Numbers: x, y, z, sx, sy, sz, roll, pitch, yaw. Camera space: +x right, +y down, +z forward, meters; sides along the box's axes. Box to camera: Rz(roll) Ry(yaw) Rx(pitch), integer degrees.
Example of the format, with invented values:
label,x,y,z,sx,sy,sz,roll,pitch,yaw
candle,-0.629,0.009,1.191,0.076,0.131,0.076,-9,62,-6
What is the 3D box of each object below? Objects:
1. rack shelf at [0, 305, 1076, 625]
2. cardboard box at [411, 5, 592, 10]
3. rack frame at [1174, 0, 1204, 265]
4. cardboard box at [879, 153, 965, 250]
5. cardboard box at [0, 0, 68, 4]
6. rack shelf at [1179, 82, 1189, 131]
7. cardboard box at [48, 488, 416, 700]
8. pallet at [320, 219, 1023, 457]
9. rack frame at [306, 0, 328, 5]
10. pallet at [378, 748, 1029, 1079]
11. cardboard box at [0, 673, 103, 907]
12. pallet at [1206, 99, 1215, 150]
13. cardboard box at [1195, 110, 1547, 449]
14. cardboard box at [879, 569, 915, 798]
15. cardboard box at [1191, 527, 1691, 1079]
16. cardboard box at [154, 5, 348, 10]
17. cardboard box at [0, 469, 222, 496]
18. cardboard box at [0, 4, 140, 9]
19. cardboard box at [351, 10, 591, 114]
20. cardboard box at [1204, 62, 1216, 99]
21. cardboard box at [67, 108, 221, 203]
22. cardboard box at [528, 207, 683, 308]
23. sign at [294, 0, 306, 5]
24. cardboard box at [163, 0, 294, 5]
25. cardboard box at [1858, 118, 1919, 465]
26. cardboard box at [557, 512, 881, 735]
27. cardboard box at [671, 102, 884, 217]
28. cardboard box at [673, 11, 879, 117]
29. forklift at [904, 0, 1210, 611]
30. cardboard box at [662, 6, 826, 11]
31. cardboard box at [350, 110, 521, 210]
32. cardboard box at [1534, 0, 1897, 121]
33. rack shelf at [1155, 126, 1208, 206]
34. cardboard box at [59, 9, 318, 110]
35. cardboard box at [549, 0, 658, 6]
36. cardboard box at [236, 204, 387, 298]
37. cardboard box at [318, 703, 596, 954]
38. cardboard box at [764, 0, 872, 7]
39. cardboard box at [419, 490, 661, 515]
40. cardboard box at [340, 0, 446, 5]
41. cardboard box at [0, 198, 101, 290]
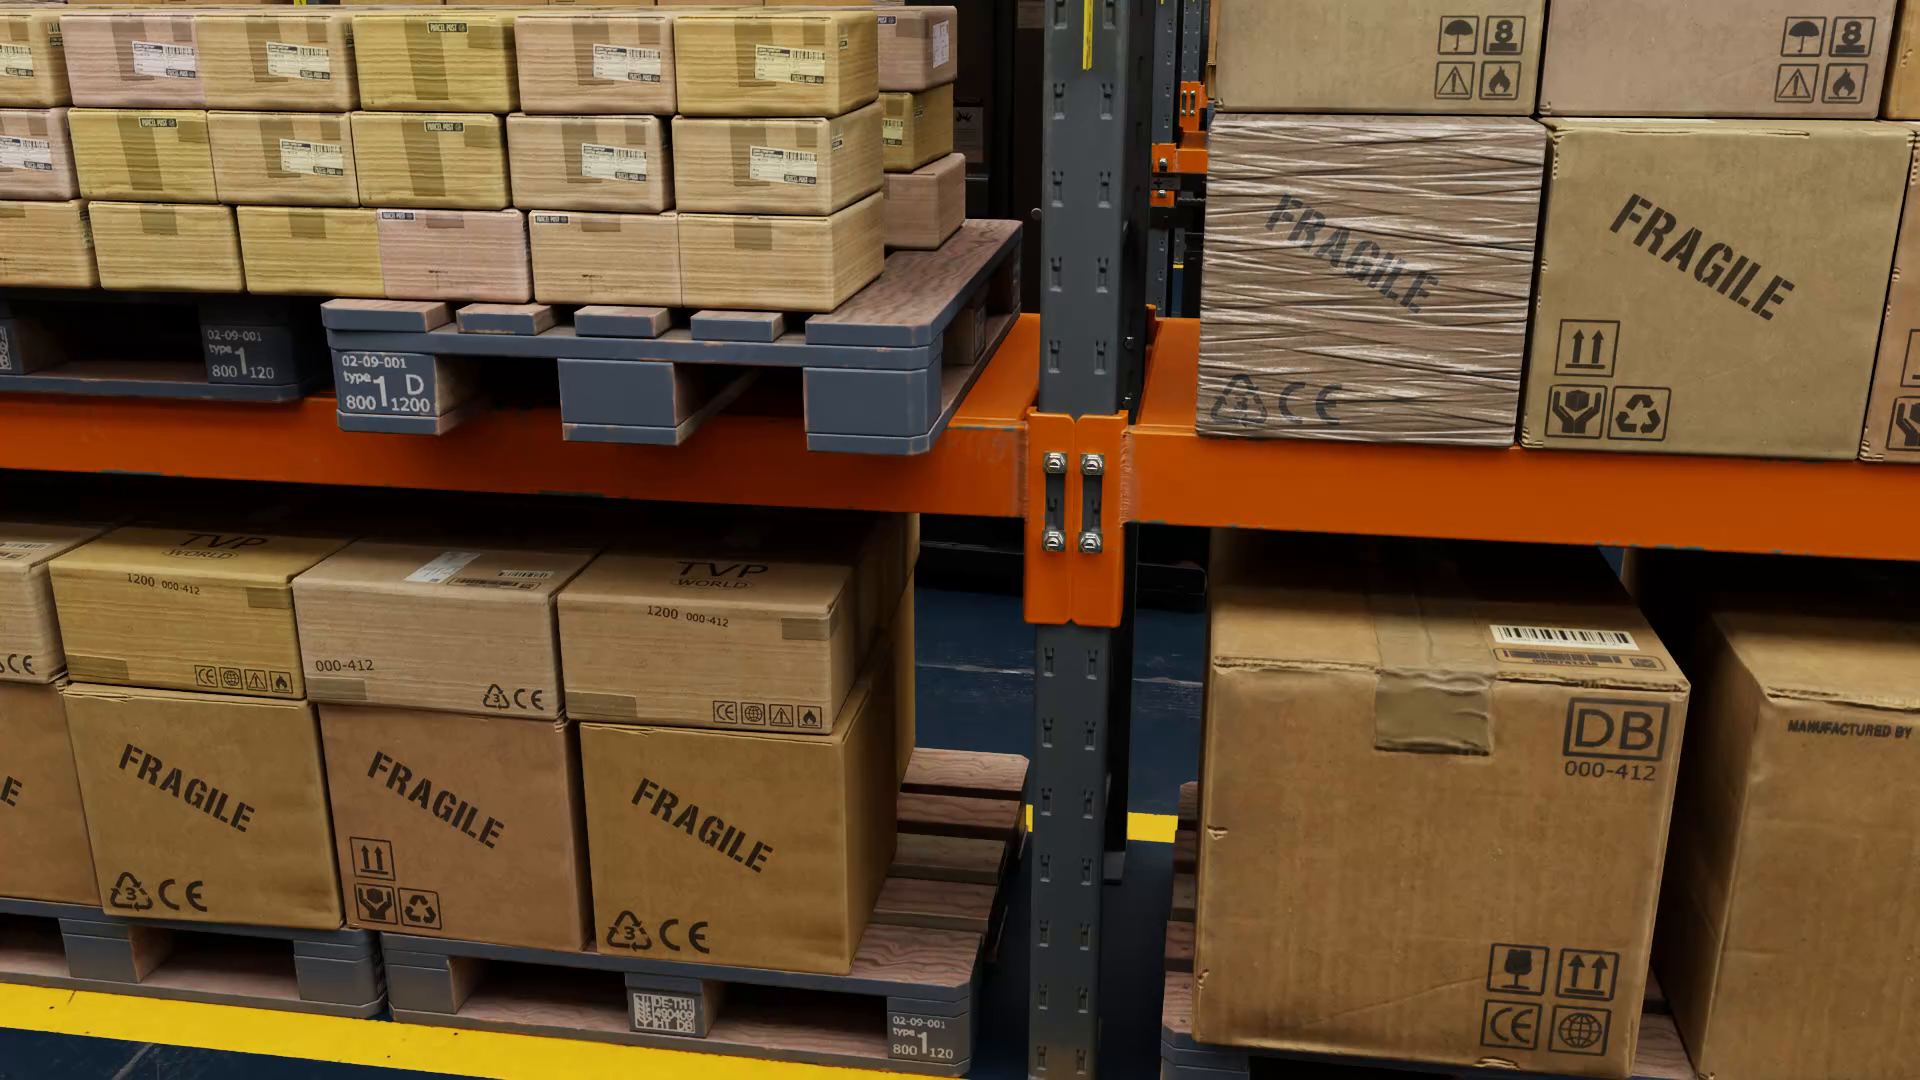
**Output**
label,x,y,z,sx,sy,sz,roll,pitch,yaw
rack shelf,-1.704,-0.290,3.576,4.000,0.370,1.077,3,19,9
cardboard box,-0.923,-1.016,3.410,0.250,0.149,0.380,2,19,6
rack frame,1.740,-3.641,12.459,0.127,3.000,1.000,3,19,9
cardboard box,-0.139,-0.696,3.390,0.250,0.149,0.380,3,19,8
cardboard box,-4.507,-2.797,8.202,0.500,0.500,0.500,3,19,9
rack shelf,-0.235,-3.401,12.874,4.000,0.370,1.077,3,19,9
cardboard box,-1.446,0.096,3.386,0.500,0.250,0.500,3,19,10
pallet,-0.450,-0.442,3.199,1.003,0.211,1.213,3,19,9
rack frame,-2.993,-2.288,8.412,0.127,3.000,1.000,3,19,9
pallet,-0.501,0.752,3.722,1.213,0.211,1.003,3,19,9
cardboard box,-1.949,0.423,3.589,0.500,0.500,0.500,3,19,10
pallet,1.677,-1.993,7.834,1.003,0.211,1.213,3,19,9
cardboard box,0.671,-0.471,2.825,0.500,0.500,0.500,3,19,9
cardboard box,-0.387,0.340,3.836,0.500,0.500,0.500,2,19,6
cardboard box,0.858,0.396,3.275,0.750,0.750,1.050,3,19,8
cardboard box,-1.453,-1.042,3.487,0.250,0.149,0.380,3,19,10
cardboard box,-1.874,-0.091,3.942,0.500,0.250,0.500,2,19,6
cardboard box,-1.965,-1.069,3.567,0.250,0.149,0.380,2,19,6
cardboard box,-0.792,-0.800,2.763,0.250,0.149,0.380,4,19,10
cardboard box,1.248,-2.092,7.561,0.250,0.149,0.380,2,19,5
cardboard box,-1.306,-0.685,2.888,0.250,0.149,0.380,3,19,8
cardboard box,-0.534,-0.504,2.817,0.250,0.149,0.380,3,19,9
sign,-3.080,-2.562,7.743,0.005,0.325,0.100,3,19,9
cardboard box,-3.503,-2.746,8.050,0.500,0.500,0.500,3,19,8
cardboard box,1.672,-0.420,2.675,0.500,0.500,0.500,3,19,9
cardboard box,-0.446,0.148,3.229,0.500,0.250,0.500,2,19,7
cardboard box,-0.289,-0.634,2.735,0.250,0.149,0.380,3,19,10
cardboard box,-0.286,-0.774,2.684,0.250,0.149,0.380,2,19,6
forklift,0.606,-1.340,5.688,3.031,2.935,1.130,5,19,14
cardboard box,-0.421,-0.989,3.328,0.250,0.149,0.380,2,19,7
cardboard box,-0.813,-0.659,2.810,0.250,0.149,0.380,3,19,10
cardboard box,1.212,-1.001,2.835,0.500,0.500,0.700,3,19,8
rack shelf,2.931,-1.644,7.624,4.000,0.370,1.077,3,19,9
cardboard box,-1.293,-0.826,2.842,0.250,0.149,0.380,3,19,9
cardboard box,-1.603,-2.654,7.774,0.500,0.500,0.500,2,19,7
cardboard box,-1.034,-0.531,2.896,0.250,0.149,0.380,3,19,8
cardboard box,-0.932,0.477,3.427,0.500,0.500,0.500,4,19,11
cardboard box,-0.593,-2.602,7.620,0.500,0.500,0.500,3,19,9
cardboard box,-0.872,-0.036,3.778,0.500,0.250,0.500,3,19,8
cardboard box,-2.604,-2.697,7.903,0.500,0.500,0.500,3,19,9
cardboard box,-1.555,-0.557,2.976,0.250,0.149,0.380,3,19,10
